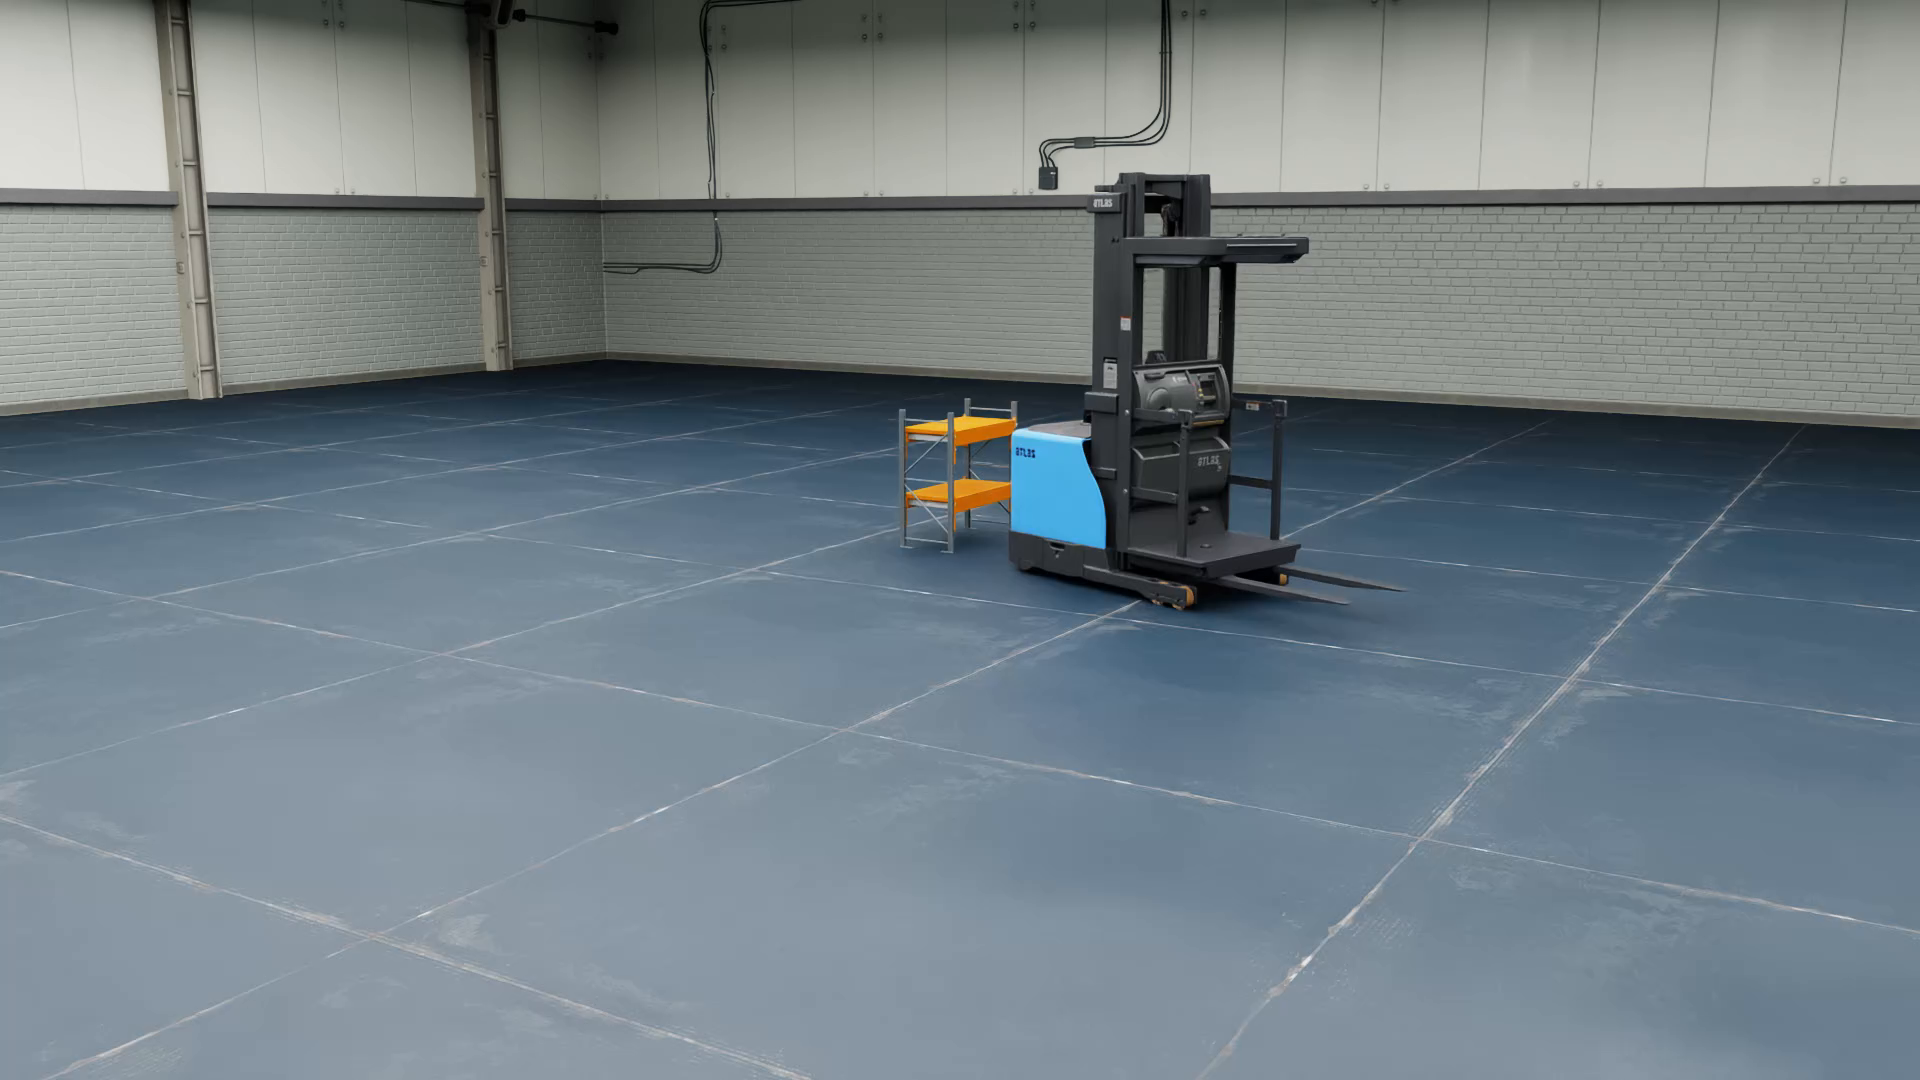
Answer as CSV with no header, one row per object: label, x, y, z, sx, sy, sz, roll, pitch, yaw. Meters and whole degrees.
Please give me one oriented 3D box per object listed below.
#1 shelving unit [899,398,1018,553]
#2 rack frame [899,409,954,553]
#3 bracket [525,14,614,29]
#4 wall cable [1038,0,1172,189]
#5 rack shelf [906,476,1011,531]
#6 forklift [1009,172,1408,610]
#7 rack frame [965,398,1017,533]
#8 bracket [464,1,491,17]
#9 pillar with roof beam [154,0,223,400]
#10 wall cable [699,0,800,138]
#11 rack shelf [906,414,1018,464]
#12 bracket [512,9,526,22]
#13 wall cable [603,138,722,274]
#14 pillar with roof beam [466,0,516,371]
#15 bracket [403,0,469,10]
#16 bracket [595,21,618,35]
shelving unit,-0.004,-0.552,13.759,0.538,1.125,1.048,6,12,31
rack frame,-0.267,-0.472,13.332,0.500,1.125,0.032,6,12,31
bracket,-7.024,-9.628,31.061,0.076,0.066,3.189,6,12,31
wall cable,2.299,-8.647,26.359,2.305,6.003,0.169,6,12,31
rack shelf,-0.004,-0.311,13.804,0.538,0.278,1.000,6,12,31
forklift,1.711,-1.069,11.614,1.130,2.935,3.031,-9,14,-40
rack frame,0.260,-0.632,14.187,0.500,1.125,0.032,6,12,31
bracket,-8.378,-9.218,28.868,0.235,0.232,0.430,6,12,31
pillar with roof beam,-7.902,-6.193,22.492,9.100,9.000,0.400,6,12,31
wall cable,-3.494,-8.582,29.970,3.097,2.526,0.112,6,12,31
rack shelf,-0.004,-0.840,13.706,0.538,0.278,1.000,6,12,31
bracket,-7.947,-9.348,29.566,0.235,0.232,0.430,6,12,31
wall cable,-5.807,-6.358,31.815,3.097,2.526,0.112,6,12,31
pillar with roof beam,-4.787,-7.136,27.533,9.100,9.000,0.548,6,12,31
bracket,-9.716,-8.812,26.704,0.076,0.066,4.783,6,12,31
bracket,-6.717,-9.721,31.557,0.235,0.232,0.430,6,12,31
